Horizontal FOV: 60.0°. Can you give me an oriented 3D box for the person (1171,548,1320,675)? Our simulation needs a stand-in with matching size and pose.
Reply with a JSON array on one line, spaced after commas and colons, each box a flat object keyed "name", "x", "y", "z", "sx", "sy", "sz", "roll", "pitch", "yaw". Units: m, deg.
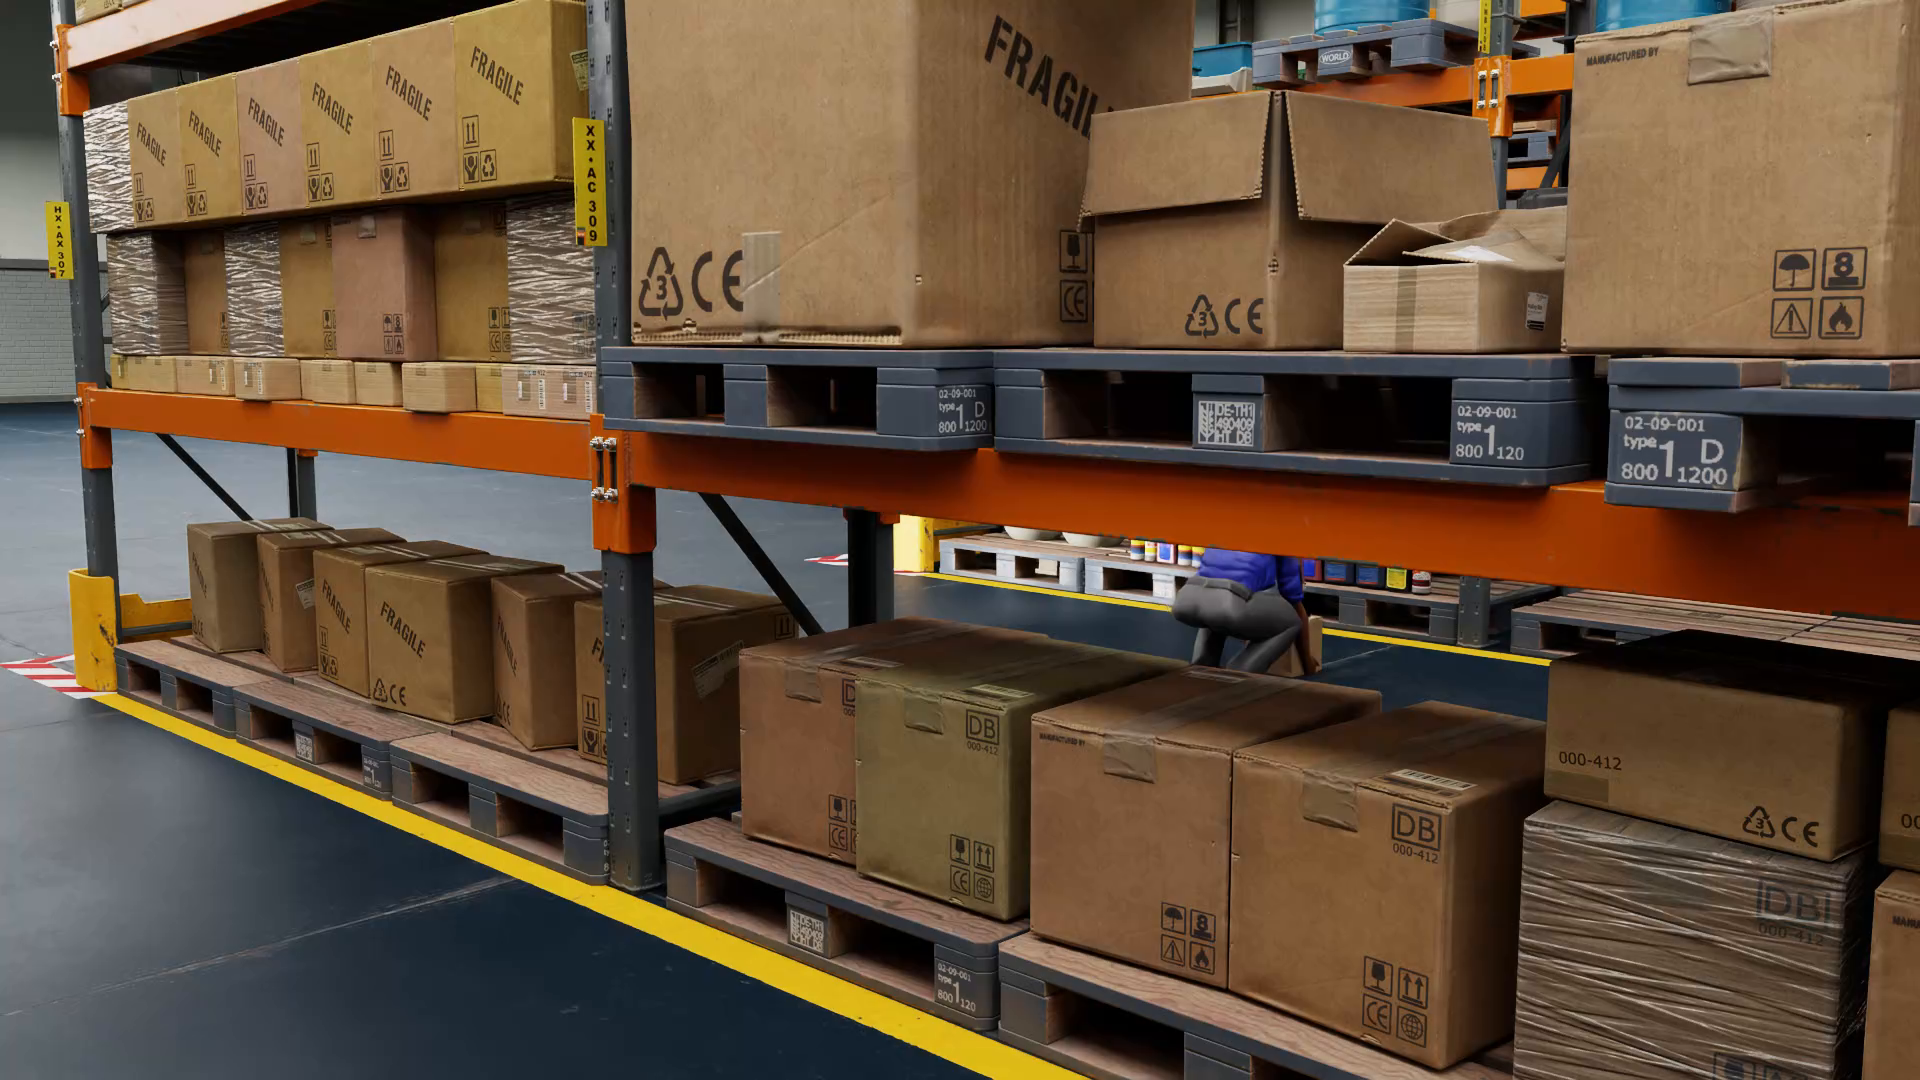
[{"name": "person", "x": 1.265, "y": 0.294, "z": 7.373, "sx": 0.469, "sy": 0.812, "sz": 0.818, "roll": 7, "pitch": 10, "yaw": 43}]
